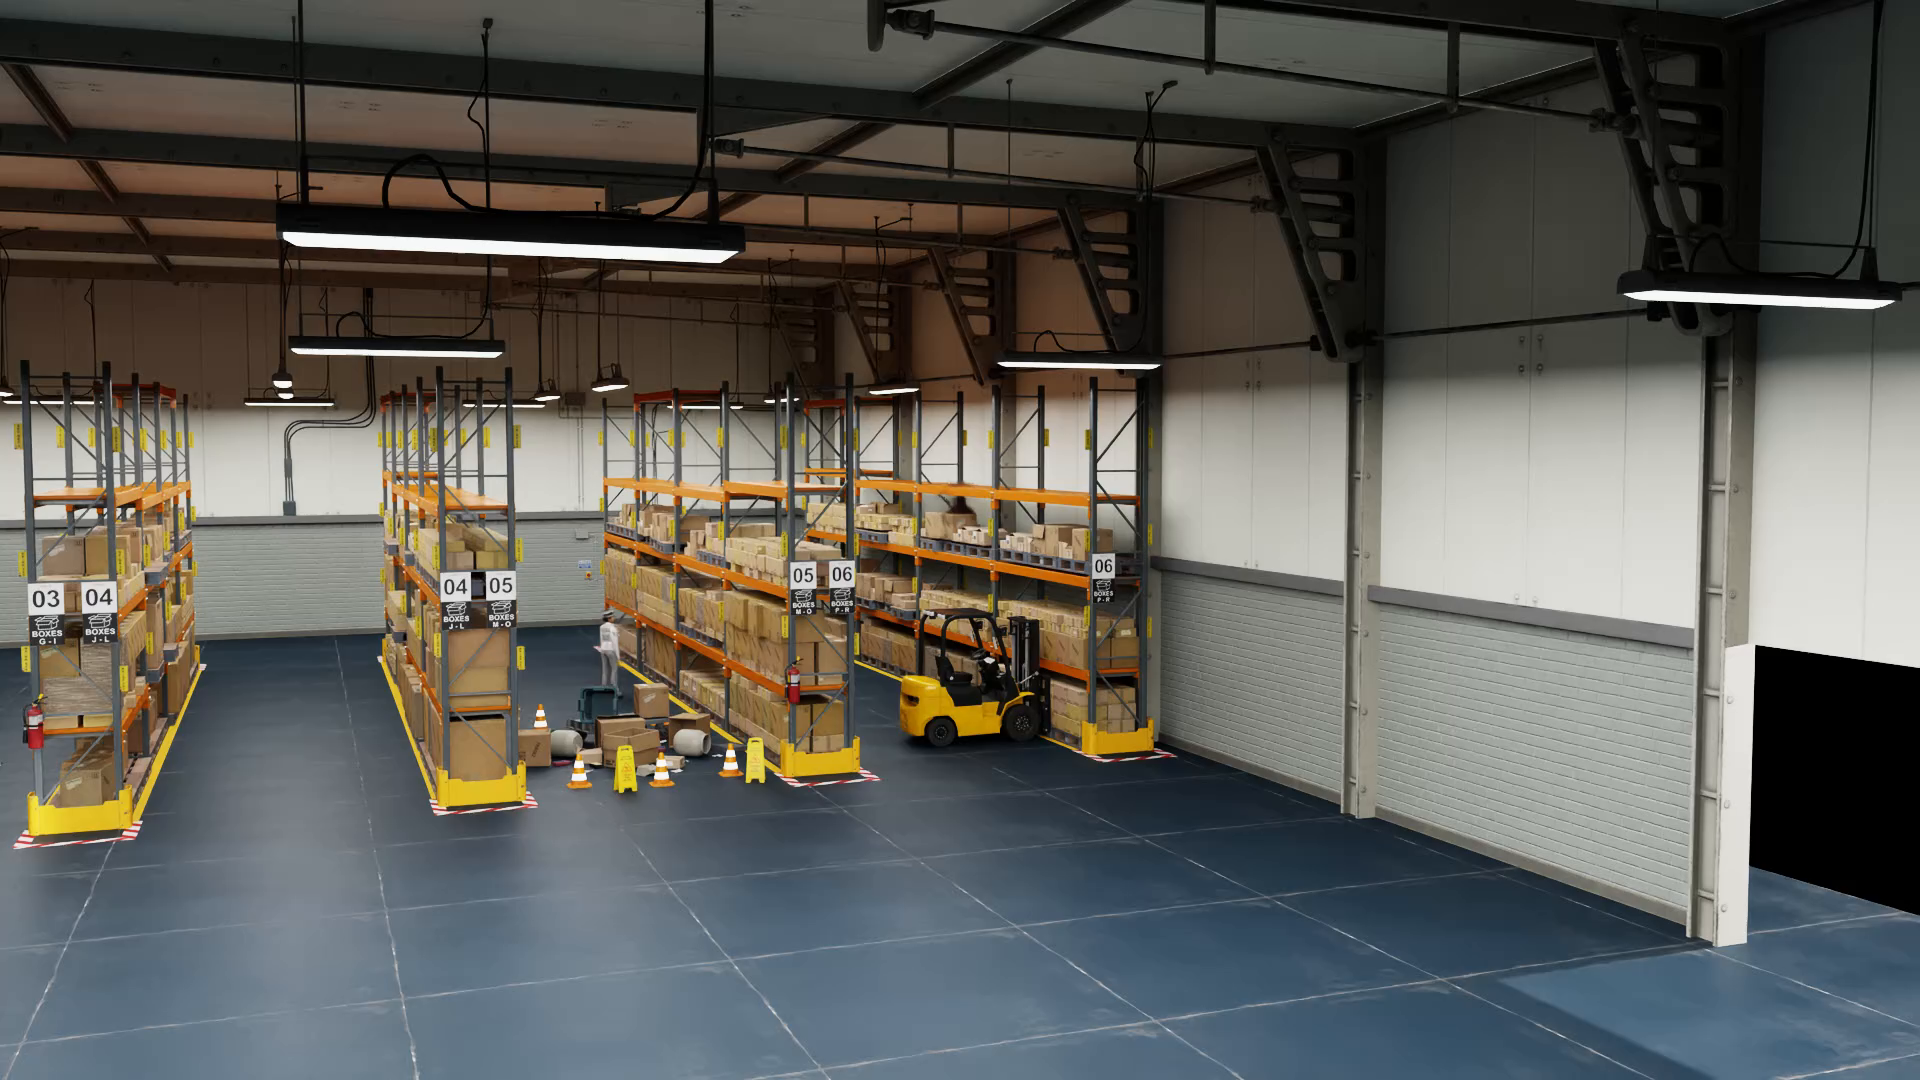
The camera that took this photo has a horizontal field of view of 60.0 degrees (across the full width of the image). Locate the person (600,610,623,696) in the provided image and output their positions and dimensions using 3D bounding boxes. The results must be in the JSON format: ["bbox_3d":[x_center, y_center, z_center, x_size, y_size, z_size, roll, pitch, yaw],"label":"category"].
[{"bbox_3d":[-6.798,2.201,32.429,0.536,1.686,0.375,3,4,37],"label":"person"}]

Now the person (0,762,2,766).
[{"bbox_3d":[-14.908,2.653,25.342,0.456,1.638,0.551,-3,4,-40],"label":"person"}]
